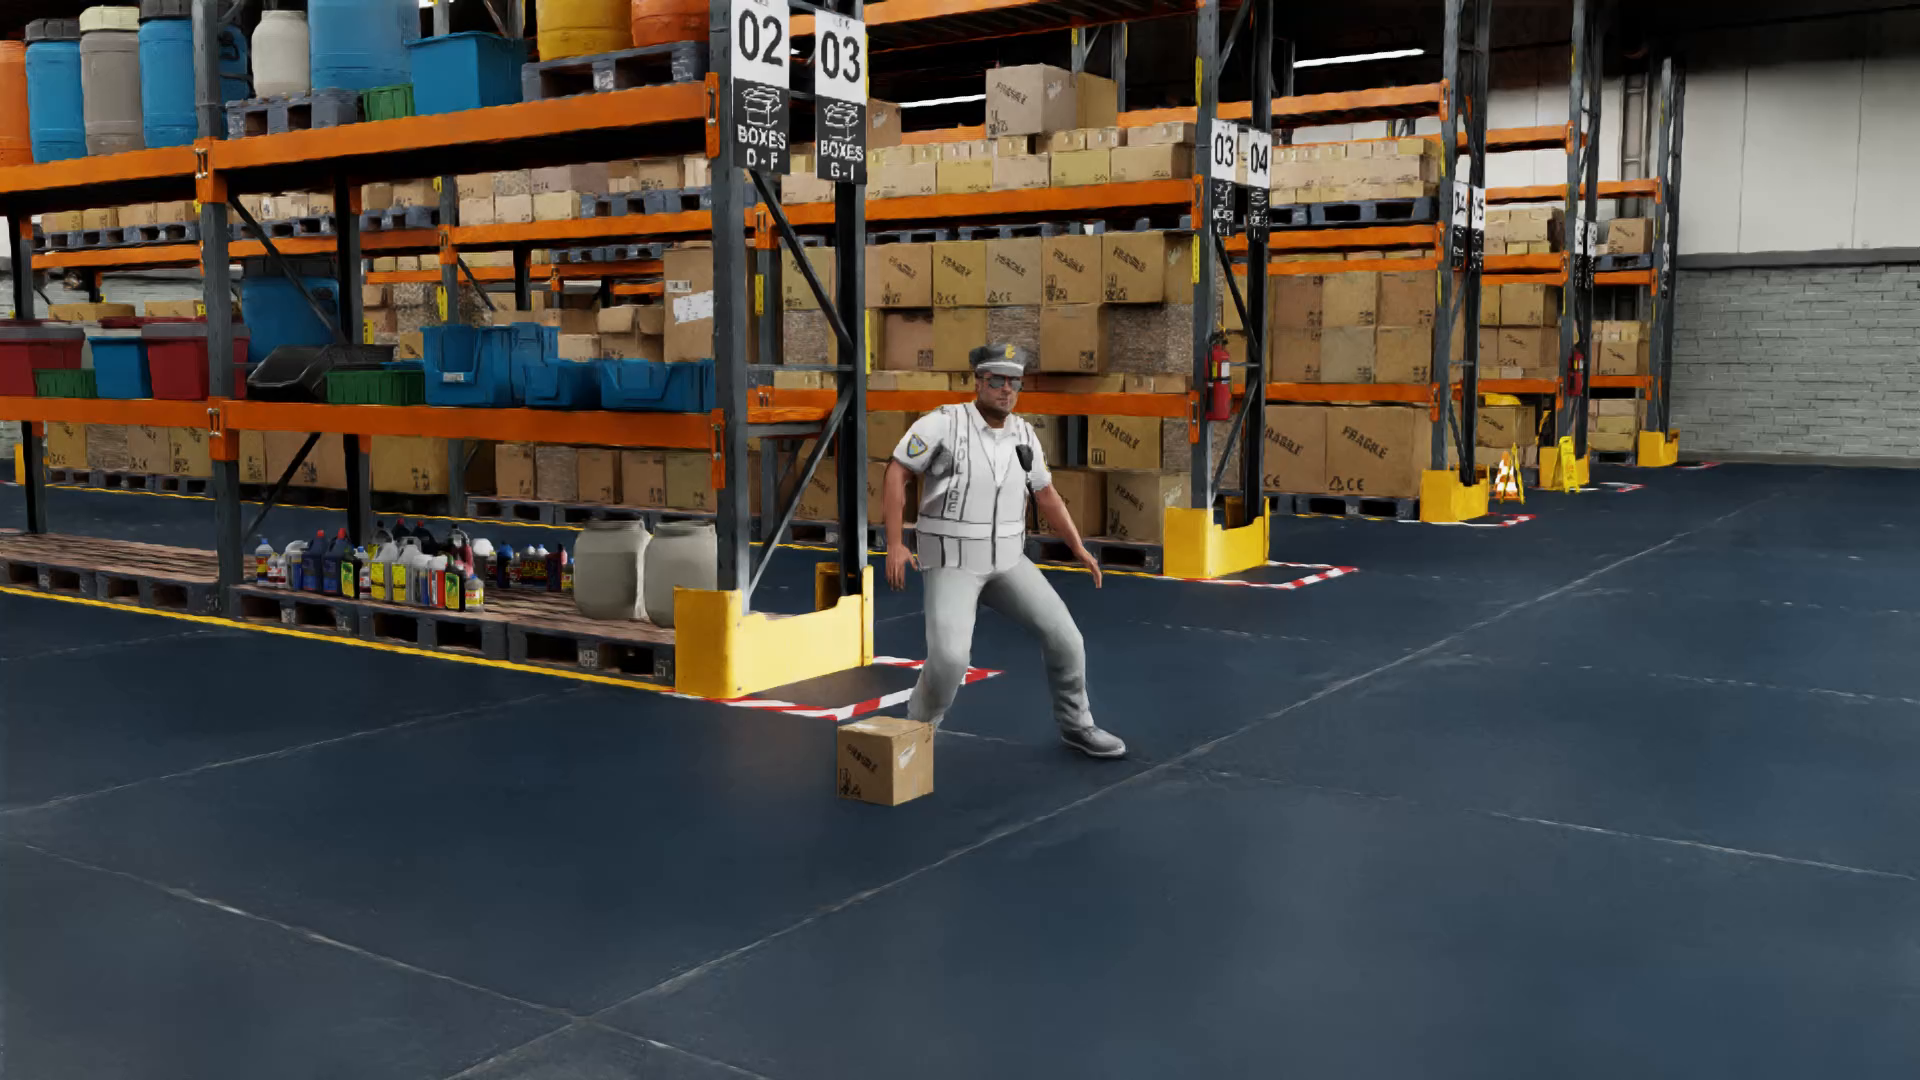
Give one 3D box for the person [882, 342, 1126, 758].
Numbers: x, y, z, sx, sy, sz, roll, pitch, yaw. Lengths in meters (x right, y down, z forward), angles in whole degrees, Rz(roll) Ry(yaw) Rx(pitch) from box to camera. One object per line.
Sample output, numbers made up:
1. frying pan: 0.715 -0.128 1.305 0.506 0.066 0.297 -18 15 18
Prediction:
1. person: 0.154 0.044 6.461 0.890 1.614 0.557 -3 7 -24
